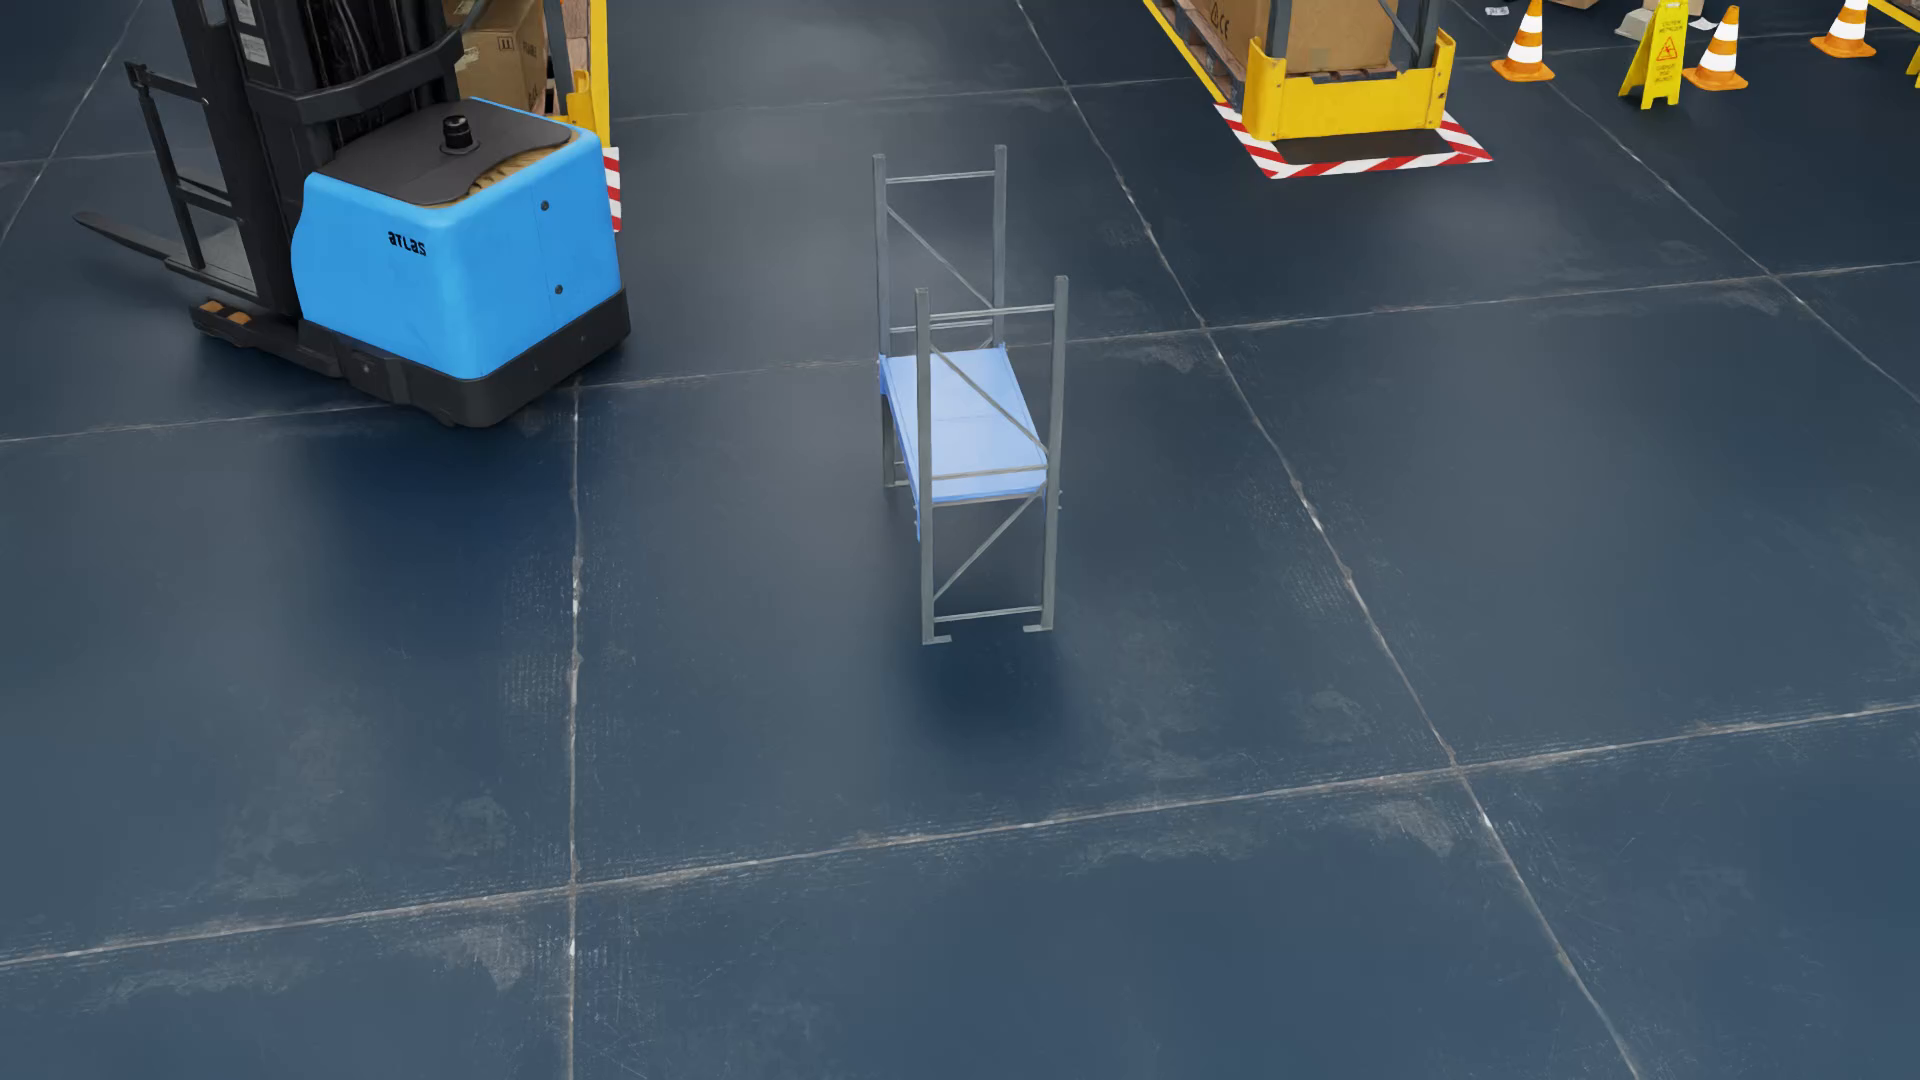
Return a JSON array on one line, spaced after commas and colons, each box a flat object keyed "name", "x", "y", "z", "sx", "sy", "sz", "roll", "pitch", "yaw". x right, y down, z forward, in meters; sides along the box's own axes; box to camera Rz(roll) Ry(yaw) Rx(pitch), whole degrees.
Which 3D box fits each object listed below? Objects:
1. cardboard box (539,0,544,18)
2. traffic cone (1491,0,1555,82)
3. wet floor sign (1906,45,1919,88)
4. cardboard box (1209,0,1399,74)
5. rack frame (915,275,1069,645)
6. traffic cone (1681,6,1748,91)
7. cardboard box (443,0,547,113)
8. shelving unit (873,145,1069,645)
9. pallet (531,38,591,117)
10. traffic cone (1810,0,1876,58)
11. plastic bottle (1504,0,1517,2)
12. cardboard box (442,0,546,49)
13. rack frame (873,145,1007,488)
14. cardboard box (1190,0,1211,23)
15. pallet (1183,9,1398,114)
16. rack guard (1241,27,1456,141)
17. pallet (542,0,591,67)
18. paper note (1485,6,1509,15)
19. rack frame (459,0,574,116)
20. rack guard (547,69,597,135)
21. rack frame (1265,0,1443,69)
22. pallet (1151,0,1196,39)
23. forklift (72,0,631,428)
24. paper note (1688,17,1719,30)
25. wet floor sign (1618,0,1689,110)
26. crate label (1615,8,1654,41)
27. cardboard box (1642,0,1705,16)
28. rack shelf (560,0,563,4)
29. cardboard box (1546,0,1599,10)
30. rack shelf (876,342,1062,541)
[{"name": "cardboard box", "x": -2.944, "y": -3.523, "z": 10.535, "sx": 0.500, "sy": 0.500, "sz": 0.500, "roll": -3, "pitch": 38, "yaw": -4}, {"name": "traffic cone", "x": 3.584, "y": -3.172, "z": 10.455, "sx": 0.336, "sy": 0.463, "sz": 0.334, "roll": -6, "pitch": 38, "yaw": -8}, {"name": "wet floor sign", "x": 6.115, "y": -3.134, "z": 10.258, "sx": 0.267, "sy": 0.644, "sz": 0.232, "roll": 6, "pitch": 38, "yaw": 8}, {"name": "cardboard box", "x": 2.095, "y": -3.429, "z": 10.109, "sx": 0.875, "sy": 0.875, "sz": 0.875, "roll": -6, "pitch": 38, "yaw": -8}, {"name": "rack frame", "x": 0.104, "y": -0.234, "z": 5.828, "sx": 0.500, "sy": 1.500, "sz": 0.032, "roll": -6, "pitch": 38, "yaw": -8}, {"name": "traffic cone", "x": 4.756, "y": -3.088, "z": 10.347, "sx": 0.336, "sy": 0.463, "sz": 0.334, "roll": -6, "pitch": 38, "yaw": -8}, {"name": "cardboard box", "x": -2.715, "y": -2.785, "z": 9.585, "sx": 0.500, "sy": 0.500, "sz": 0.500, "roll": 0, "pitch": 38, "yaw": 1}, {"name": "shelving unit", "x": 0.015, "y": -0.541, "z": 6.224, "sx": 0.538, "sy": 1.500, "sz": 1.048, "roll": -6, "pitch": 38, "yaw": -8}, {"name": "pallet", "x": -2.743, "y": -2.667, "z": 10.010, "sx": 1.003, "sy": 0.211, "sz": 1.213, "roll": -6, "pitch": 38, "yaw": -8}, {"name": "traffic cone", "x": 5.789, "y": -3.413, "z": 10.765, "sx": 0.336, "sy": 0.463, "sz": 0.334, "roll": -6, "pitch": 38, "yaw": -8}, {"name": "plastic bottle", "x": 3.790, "y": -3.848, "z": 11.653, "sx": 0.133, "sy": 0.061, "sz": 0.283, "roll": -20, "pitch": 42, "yaw": -23}, {"name": "cardboard box", "x": -2.853, "y": -3.143, "z": 10.045, "sx": 0.500, "sy": 0.500, "sz": 0.500, "roll": 3, "pitch": 38, "yaw": 4}, {"name": "rack frame", "x": -0.074, "y": -0.848, "z": 6.619, "sx": 0.500, "sy": 1.500, "sz": 0.032, "roll": -6, "pitch": 38, "yaw": -8}, {"name": "cardboard box", "x": 1.939, "y": -3.960, "z": 10.792, "sx": 0.875, "sy": 0.875, "sz": 0.875, "roll": -7, "pitch": 38, "yaw": -9}, {"name": "pallet", "x": 2.062, "y": -3.073, "z": 10.534, "sx": 1.003, "sy": 0.211, "sz": 1.213, "roll": -6, "pitch": 38, "yaw": -8}, {"name": "rack guard", "x": 2.283, "y": -2.698, "z": 9.816, "sx": 1.175, "sy": 0.500, "sz": 0.348, "roll": -6, "pitch": 38, "yaw": -8}, {"name": "pallet", "x": -2.953, "y": -3.402, "z": 10.957, "sx": 1.003, "sy": 0.211, "sz": 1.213, "roll": -6, "pitch": 38, "yaw": -8}, {"name": "paper note", "x": 3.683, "y": -3.631, "z": 11.401, "sx": 0.144, "sy": 0.017, "sz": 0.142, "roll": 6, "pitch": 38, "yaw": 8}, {"name": "rack frame", "x": -2.622, "y": -3.227, "z": 8.459, "sx": 1.000, "sy": 3.000, "sz": 0.127, "roll": -6, "pitch": 38, "yaw": -8}, {"name": "rack guard", "x": -2.635, "y": -2.286, "z": 9.285, "sx": 1.175, "sy": 0.500, "sz": 0.348, "roll": -6, "pitch": 38, "yaw": -8}, {"name": "rack frame", "x": 2.279, "y": -3.700, "z": 9.067, "sx": 1.000, "sy": 3.000, "sz": 0.127, "roll": -6, "pitch": 38, "yaw": -8}, {"name": "pallet", "x": 1.851, "y": -3.809, "z": 11.480, "sx": 1.003, "sy": 0.211, "sz": 1.213, "roll": -6, "pitch": 38, "yaw": -8}, {"name": "forklift", "x": -3.089, "y": -2.328, "z": 7.357, "sx": 3.031, "sy": 2.935, "sz": 1.130, "roll": 21, "pitch": 42, "yaw": 25}, {"name": "paper note", "x": 5.009, "y": -3.478, "z": 11.202, "sx": 0.148, "sy": 0.019, "sz": 0.142, "roll": -20, "pitch": 42, "yaw": -23}, {"name": "wet floor sign", "x": 4.234, "y": -2.966, "z": 10.041, "sx": 0.267, "sy": 0.644, "sz": 0.232, "roll": -13, "pitch": 40, "yaw": -16}, {"name": "crate label", "x": 4.557, "y": -3.427, "z": 11.050, "sx": 0.250, "sy": 0.136, "sz": 0.298, "roll": -27, "pitch": 45, "yaw": -31}, {"name": "cardboard box", "x": 4.916, "y": -3.742, "z": 11.445, "sx": 0.380, "sy": 0.149, "sz": 0.250, "roll": 13, "pitch": 40, "yaw": 16}, {"name": "rack shelf", "x": -2.972, "y": -4.151, "z": 10.235, "sx": 1.077, "sy": 0.370, "sz": 4.000, "roll": -6, "pitch": 38, "yaw": -8}, {"name": "cardboard box", "x": 4.334, "y": -4.096, "z": 11.612, "sx": 0.637, "sy": 0.503, "sz": 0.797, "roll": 27, "pitch": 45, "yaw": 30}, {"name": "rack shelf", "x": 0.015, "y": -0.399, "z": 6.334, "sx": 0.538, "sy": 0.185, "sz": 1.000, "roll": -6, "pitch": 38, "yaw": -8}]
